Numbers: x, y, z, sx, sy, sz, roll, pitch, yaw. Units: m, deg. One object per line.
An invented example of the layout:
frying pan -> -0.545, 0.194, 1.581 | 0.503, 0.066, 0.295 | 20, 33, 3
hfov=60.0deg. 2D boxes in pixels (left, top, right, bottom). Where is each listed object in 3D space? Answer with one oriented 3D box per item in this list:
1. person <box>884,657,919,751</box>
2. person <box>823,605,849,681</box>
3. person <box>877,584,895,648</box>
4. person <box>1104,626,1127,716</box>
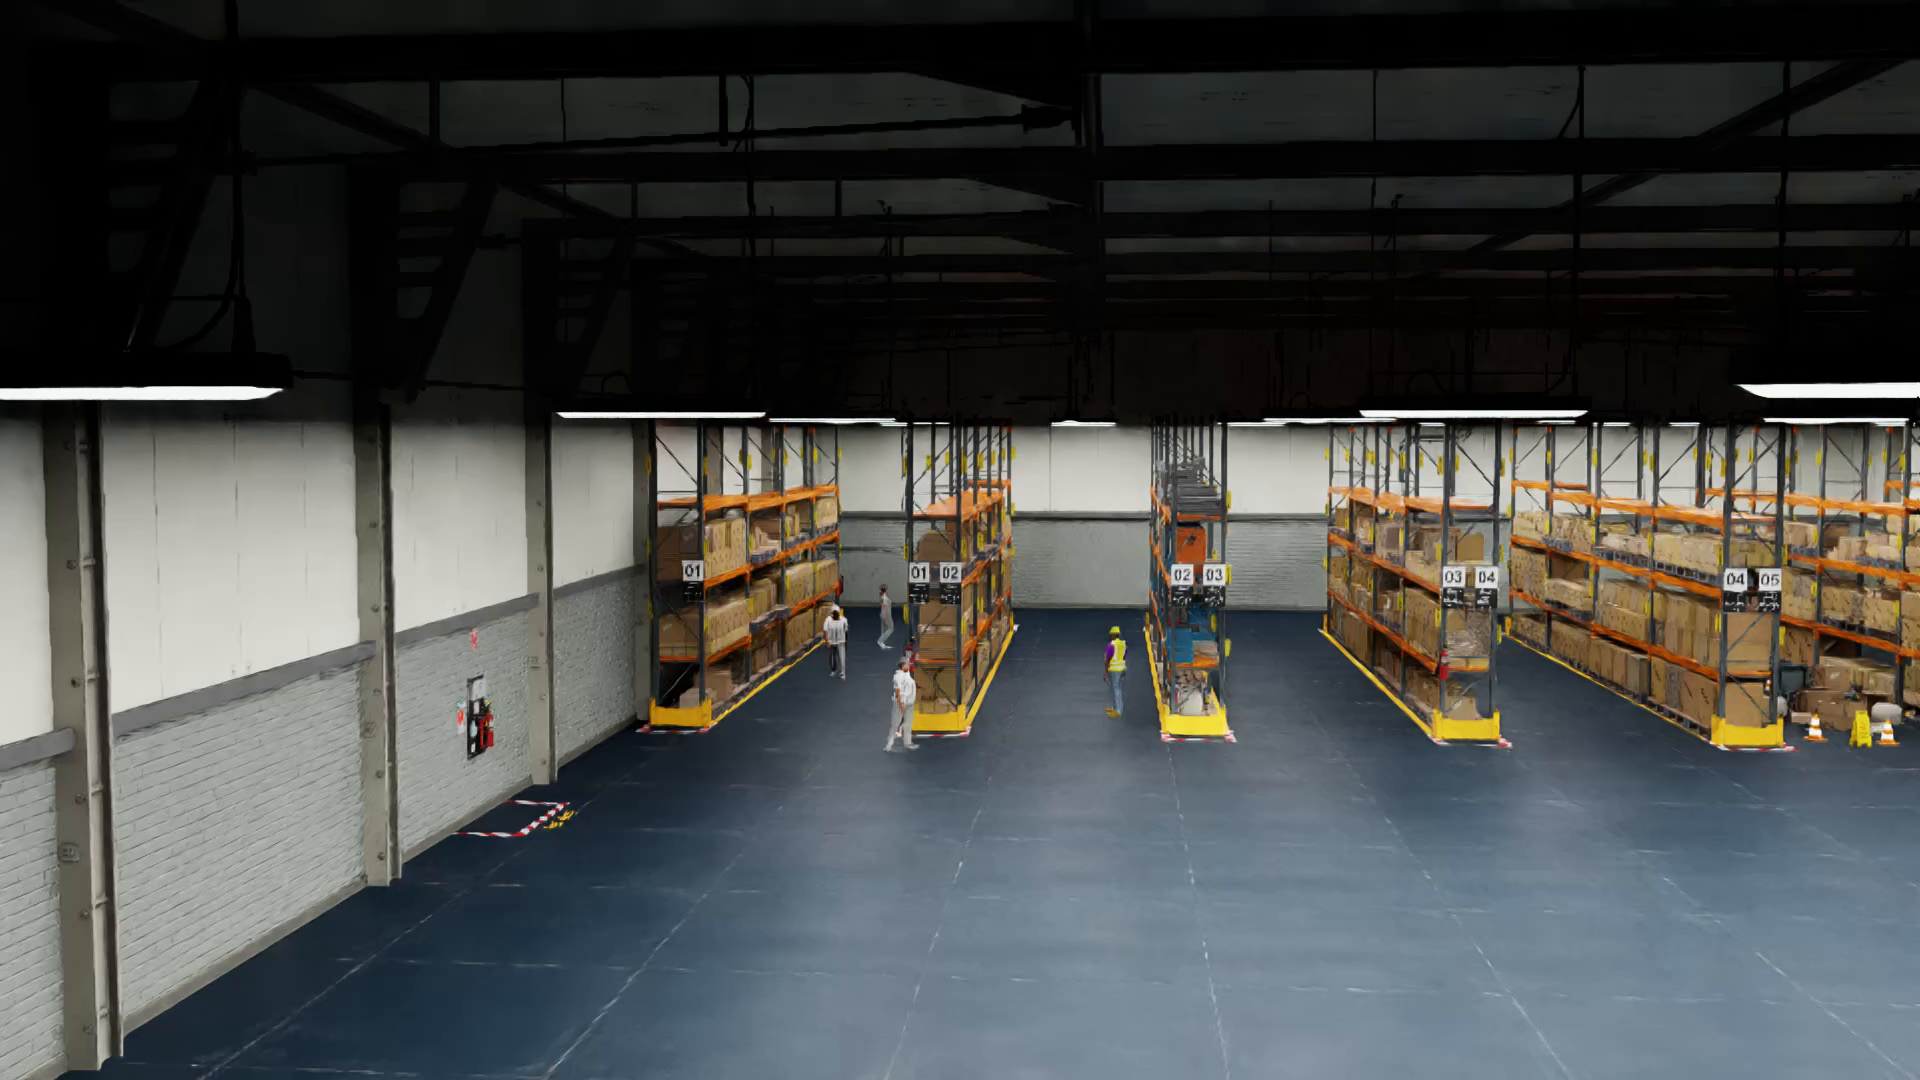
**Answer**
person -> -1.050, 2.904, 29.569 | 0.451, 1.663, 0.684 | 2, 5, 32
person -> -2.821, 2.317, 37.808 | 0.568, 1.708, 1.033 | 0, 4, -3
person -> -1.943, 1.988, 43.109 | 0.413, 1.671, 0.492 | -1, 4, -19
person -> 3.075, 2.593, 33.163 | 0.565, 1.765, 0.672 | 3, 5, 36
